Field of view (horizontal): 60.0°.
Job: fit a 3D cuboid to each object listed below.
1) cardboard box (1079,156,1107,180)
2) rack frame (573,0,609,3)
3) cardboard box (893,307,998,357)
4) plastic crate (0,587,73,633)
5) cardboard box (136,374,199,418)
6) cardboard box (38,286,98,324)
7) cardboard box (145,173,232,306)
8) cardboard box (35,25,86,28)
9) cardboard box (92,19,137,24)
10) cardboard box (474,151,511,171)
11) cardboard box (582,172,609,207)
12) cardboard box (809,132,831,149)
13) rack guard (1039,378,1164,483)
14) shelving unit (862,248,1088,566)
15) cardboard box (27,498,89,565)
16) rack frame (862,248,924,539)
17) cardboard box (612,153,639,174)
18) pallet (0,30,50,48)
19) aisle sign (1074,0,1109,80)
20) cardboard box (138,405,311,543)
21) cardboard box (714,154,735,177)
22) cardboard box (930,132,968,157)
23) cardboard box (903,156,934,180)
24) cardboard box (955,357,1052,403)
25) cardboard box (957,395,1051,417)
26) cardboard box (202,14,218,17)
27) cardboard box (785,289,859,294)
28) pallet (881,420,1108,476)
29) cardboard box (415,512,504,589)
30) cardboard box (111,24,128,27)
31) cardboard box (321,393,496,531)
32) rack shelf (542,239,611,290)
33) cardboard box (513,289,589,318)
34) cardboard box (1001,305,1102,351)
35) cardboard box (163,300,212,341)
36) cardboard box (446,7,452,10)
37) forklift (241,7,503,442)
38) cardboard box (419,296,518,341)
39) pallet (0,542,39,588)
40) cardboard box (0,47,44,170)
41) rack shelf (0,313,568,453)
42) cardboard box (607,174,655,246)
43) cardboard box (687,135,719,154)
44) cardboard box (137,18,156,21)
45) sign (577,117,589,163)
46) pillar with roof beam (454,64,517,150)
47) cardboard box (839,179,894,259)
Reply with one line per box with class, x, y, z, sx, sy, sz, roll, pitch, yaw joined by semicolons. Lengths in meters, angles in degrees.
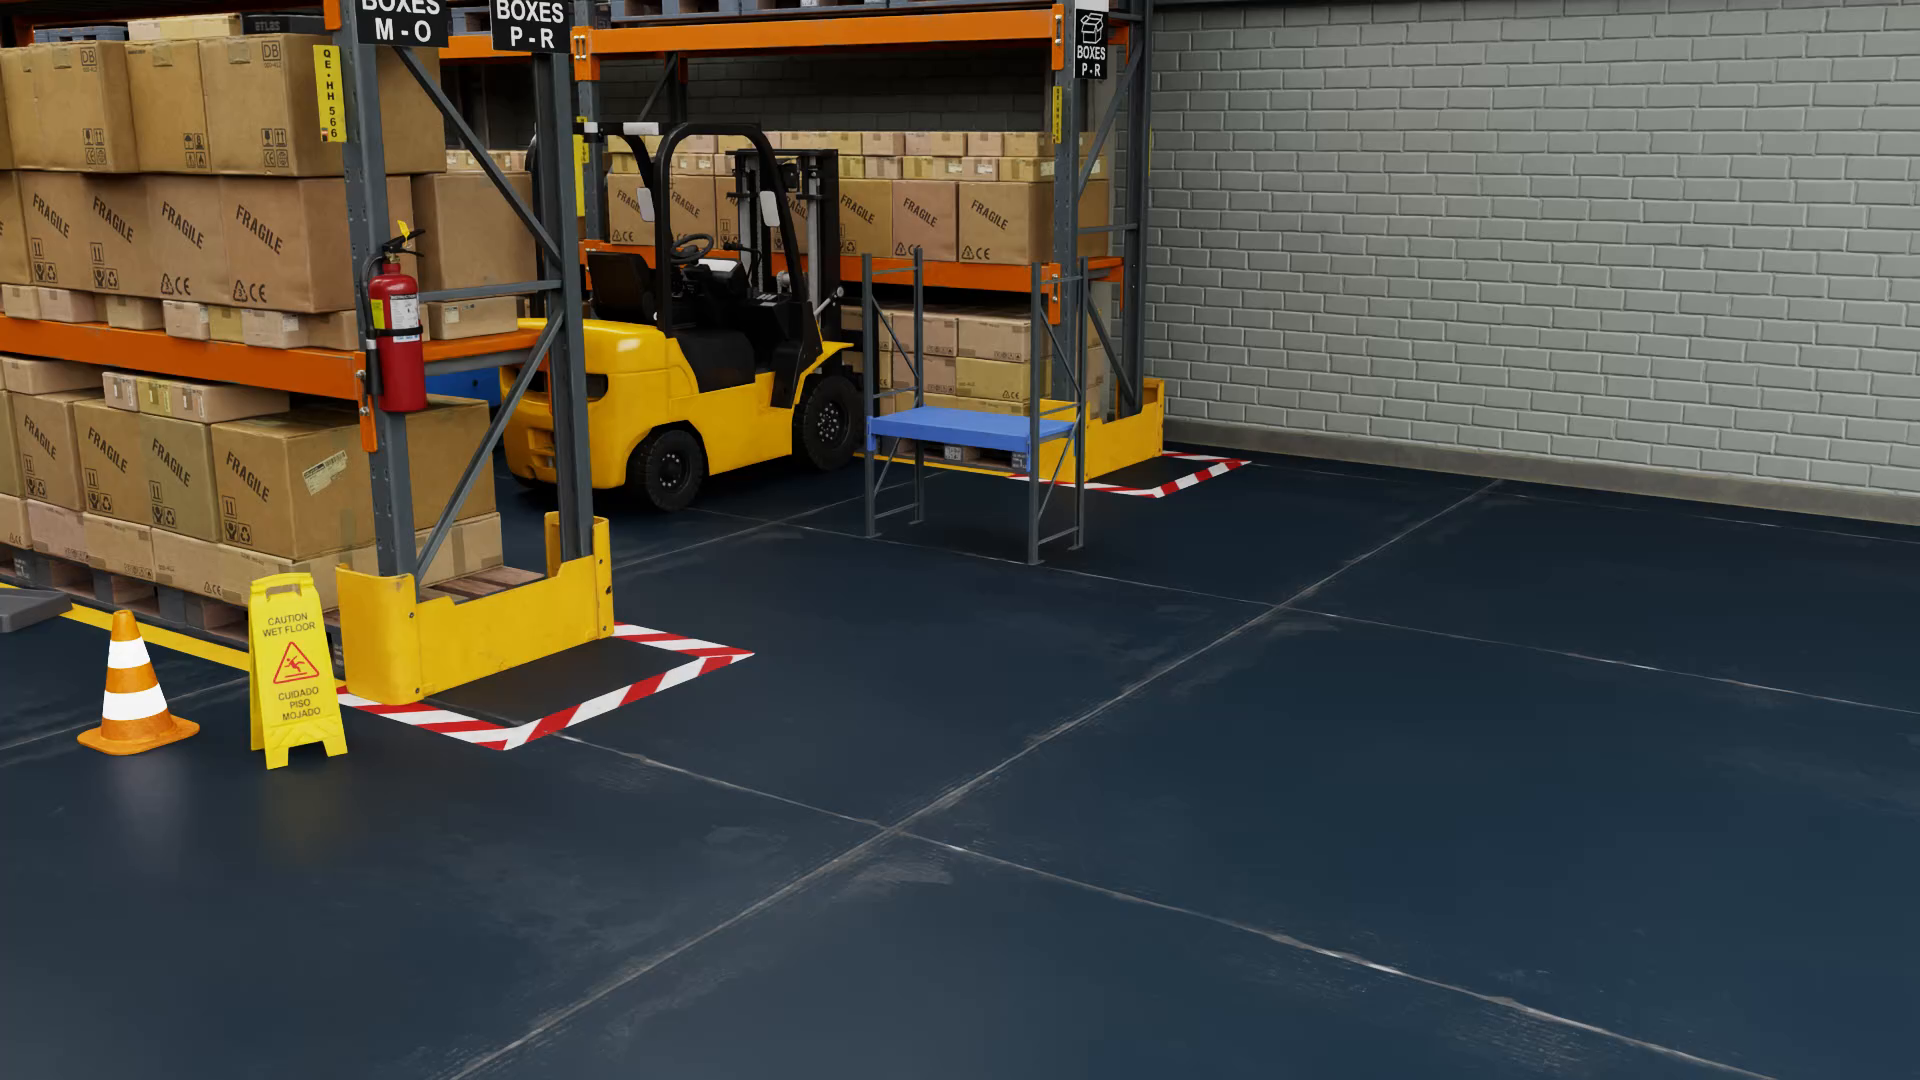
cardboard box;0.754;-2.404;10.732;0.250;0.149;0.380;9;16;31
rack frame;-2.428;-5.392;11.876;0.127;3.000;1.000;9;17;33
cardboard box;-0.092;-1.364;10.860;0.500;0.250;0.500;10;17;34
plastic crate;-4.350;0.302;7.436;0.583;0.080;0.402;3;14;14
cardboard box;-3.236;-0.626;7.049;0.250;0.149;0.380;10;17;34
cardboard box;-3.832;-1.059;7.383;0.250;0.149;0.380;9;17;33
cardboard box;-2.893;-1.232;6.729;0.500;0.500;0.500;9;17;33
cardboard box;-8.580;-4.963;15.829;0.250;0.149;0.380;9;17;33
cardboard box;-7.751;-4.818;15.244;0.250;0.149;0.380;10;17;34
cardboard box;-3.526;-2.927;12.849;0.250;0.149;0.380;9;16;31
cardboard box;-2.978;-2.664;12.615;0.500;0.250;0.500;9;16;32
cardboard box;-0.800;-2.661;11.155;0.250;0.149;0.380;9;17;34
rack guard;0.911;-0.726;10.717;0.348;0.500;1.175;9;17;33
shelving unit;0.071;-0.717;8.597;1.048;1.500;0.538;9;17;33
cardboard box;-3.966;-0.085;7.774;0.500;0.250;0.500;9;16;32
rack frame;-0.351;-0.785;8.872;0.032;1.500;0.500;9;17;33
cardboard box;-2.311;-2.748;12.122;0.250;0.149;0.380;9;16;32
pallet;-8.564;-4.816;16.183;1.003;0.211;1.213;9;17;33
aisle sign;0.781;-3.138;9.845;0.004;0.787;0.394;9;17;33
cardboard box;-3.122;-0.311;7.123;0.500;0.500;0.500;10;17;35
cardboard box;-1.483;-2.600;11.528;0.250;0.149;0.380;9;17;32
cardboard box;0.022;-2.513;10.557;0.250;0.149;0.380;10;17;34
cardboard box;-0.162;-2.408;10.750;0.250;0.149;0.380;9;17;32
cardboard box;0.312;-1.058;10.661;0.500;0.250;0.500;9;16;32
cardboard box;0.325;-0.812;10.710;0.500;0.250;0.500;9;17;33
cardboard box;-6.380;-4.631;14.528;0.250;0.149;0.380;9;16;32
cardboard box;-1.071;-1.671;12.098;0.500;0.250;0.500;9;17;33
pallet;0.233;-0.684;11.145;1.213;0.211;1.003;9;17;33
cardboard box;-2.391;0.015;7.369;0.500;0.250;0.500;9;17;32
cardboard box;-7.884;-4.984;15.912;0.250;0.149;0.380;9;16;31
cardboard box;-2.411;-0.352;7.292;0.500;0.500;0.500;9;16;31
rack shelf;-4.088;-2.398;13.767;4.000;0.370;1.077;9;17;33
cardboard box;-3.507;-1.704;13.532;0.625;0.625;0.875;9;17;32
cardboard box;0.598;-1.400;11.002;0.500;0.250;0.500;9;16;32
cardboard box;-3.009;-0.917;6.809;0.250;0.149;0.380;10;17;34
cardboard box;-4.263;-4.434;13.652;0.250;0.166;0.380;9;17;33
forklift;-4.640;-2.060;11.047;3.031;2.935;1.130;4;15;16
cardboard box;-2.043;-0.918;6.811;0.250;0.149;0.380;9;17;33
pallet;-4.618;-0.053;8.596;1.213;0.211;1.003;9;17;33
cardboard box;-3.655;-1.868;7.218;0.500;0.500;0.700;9;17;32
rack shelf;-3.536;-0.872;7.600;4.000;0.370;1.077;9;17;33
cardboard box;-2.206;-2.416;12.134;0.500;0.500;0.500;9;16;31
cardboard box;-1.689;-2.781;11.637;0.250;0.149;0.380;10;17;34
cardboard box;-7.229;-4.770;15.090;0.250;0.149;0.380;10;17;34
sign;-2.723;-2.894;12.025;0.005;0.325;0.100;9;17;33
pillar with roof beam;-6.565;-5.074;10.595;0.400;9.000;9.100;9;17;33
cardboard box;-0.515;-2.145;11.039;0.500;0.500;0.500;9;16;32
